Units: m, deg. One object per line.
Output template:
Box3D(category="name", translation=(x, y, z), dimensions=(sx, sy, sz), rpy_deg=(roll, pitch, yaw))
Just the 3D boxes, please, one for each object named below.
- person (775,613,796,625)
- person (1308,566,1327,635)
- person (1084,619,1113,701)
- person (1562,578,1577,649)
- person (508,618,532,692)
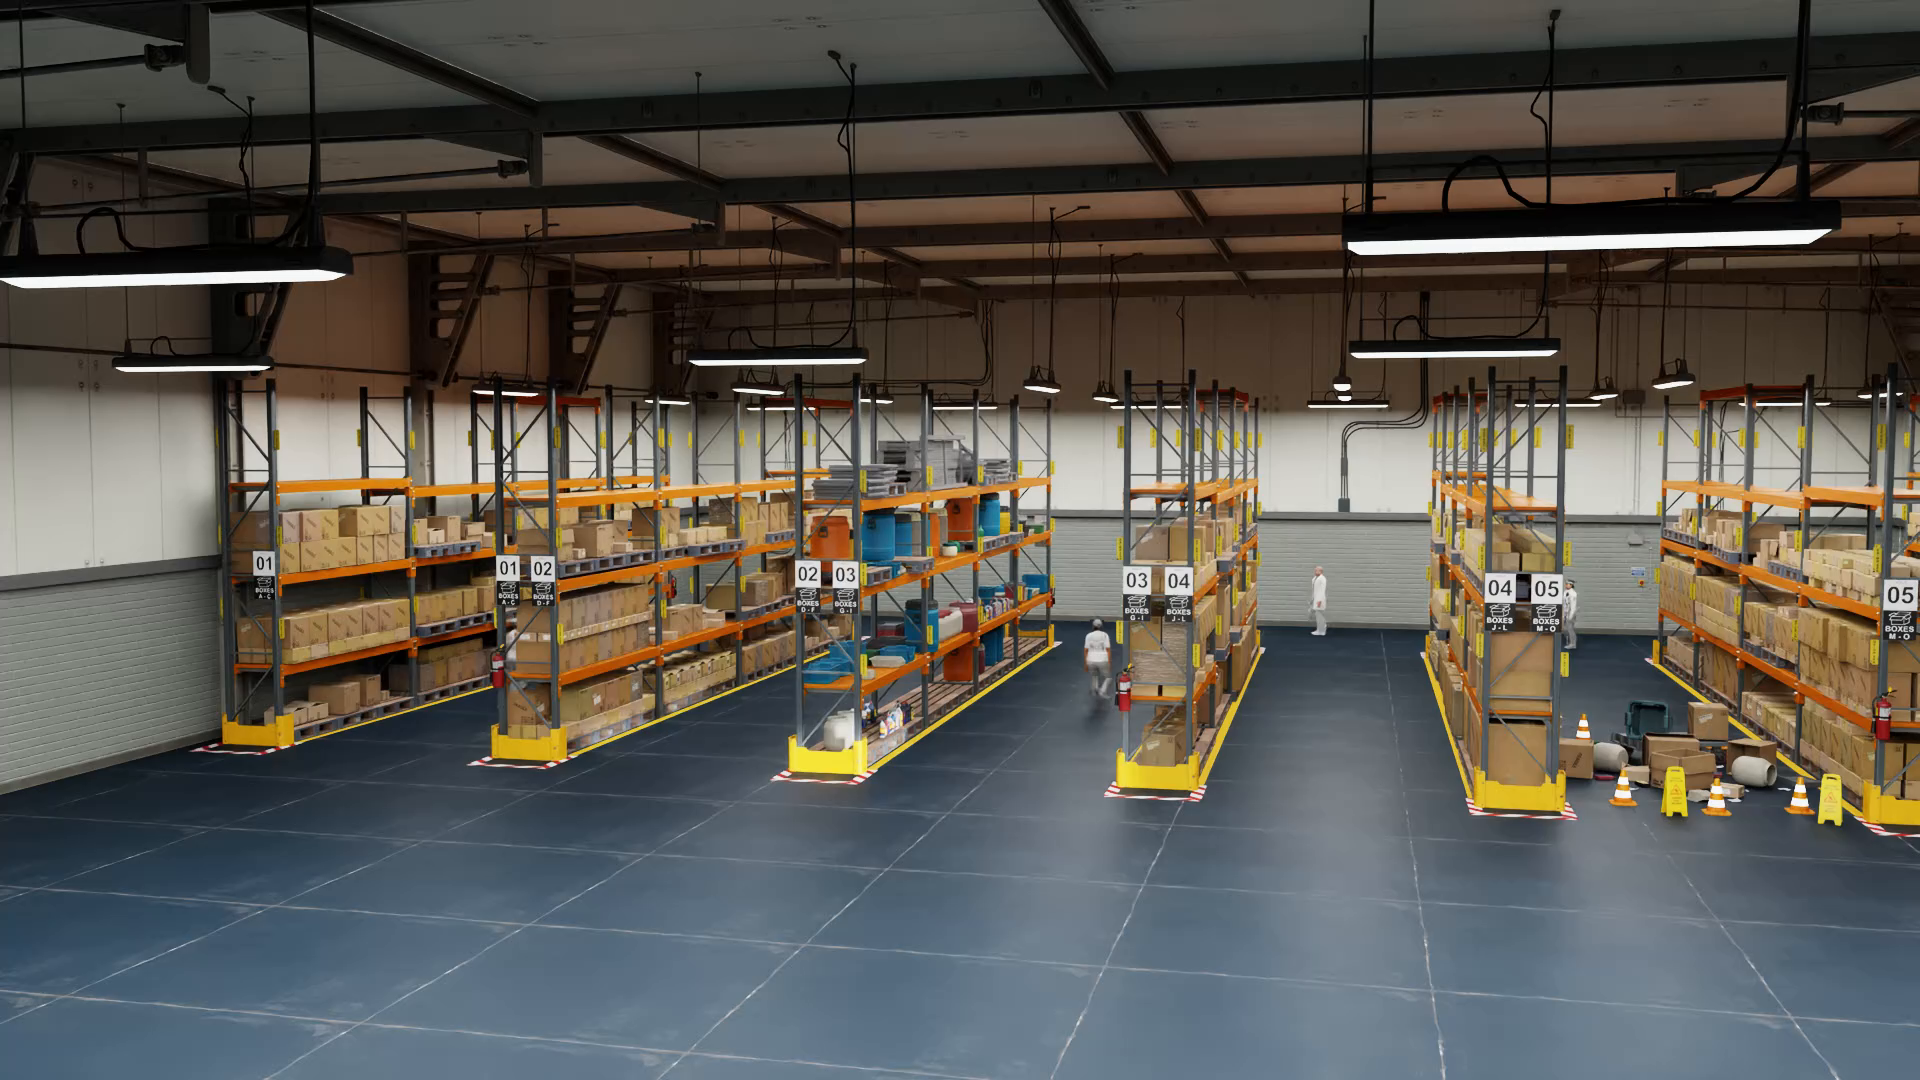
Box3D(category="person", translation=(-4.359, 1.580, 43.039), dimensions=(0.978, 1.619, 0.450), rpy_deg=(0, 3, -2))
Box3D(category="person", translation=(9.170, 1.565, 42.549), dimensions=(0.522, 1.791, 0.606), rpy_deg=(0, 3, -6))
Box3D(category="person", translation=(2.575, 2.208, 30.793), dimensions=(0.548, 1.496, 0.639), rpy_deg=(1, 4, 15))
Box3D(category="person", translation=(14.541, 1.766, 39.786), dimensions=(0.406, 1.705, 0.511), rpy_deg=(-1, 3, -8))
Box3D(category="person", translation=(-8.322, 2.274, 31.361), dimensions=(0.499, 1.674, 0.444), rpy_deg=(2, 4, 25))
